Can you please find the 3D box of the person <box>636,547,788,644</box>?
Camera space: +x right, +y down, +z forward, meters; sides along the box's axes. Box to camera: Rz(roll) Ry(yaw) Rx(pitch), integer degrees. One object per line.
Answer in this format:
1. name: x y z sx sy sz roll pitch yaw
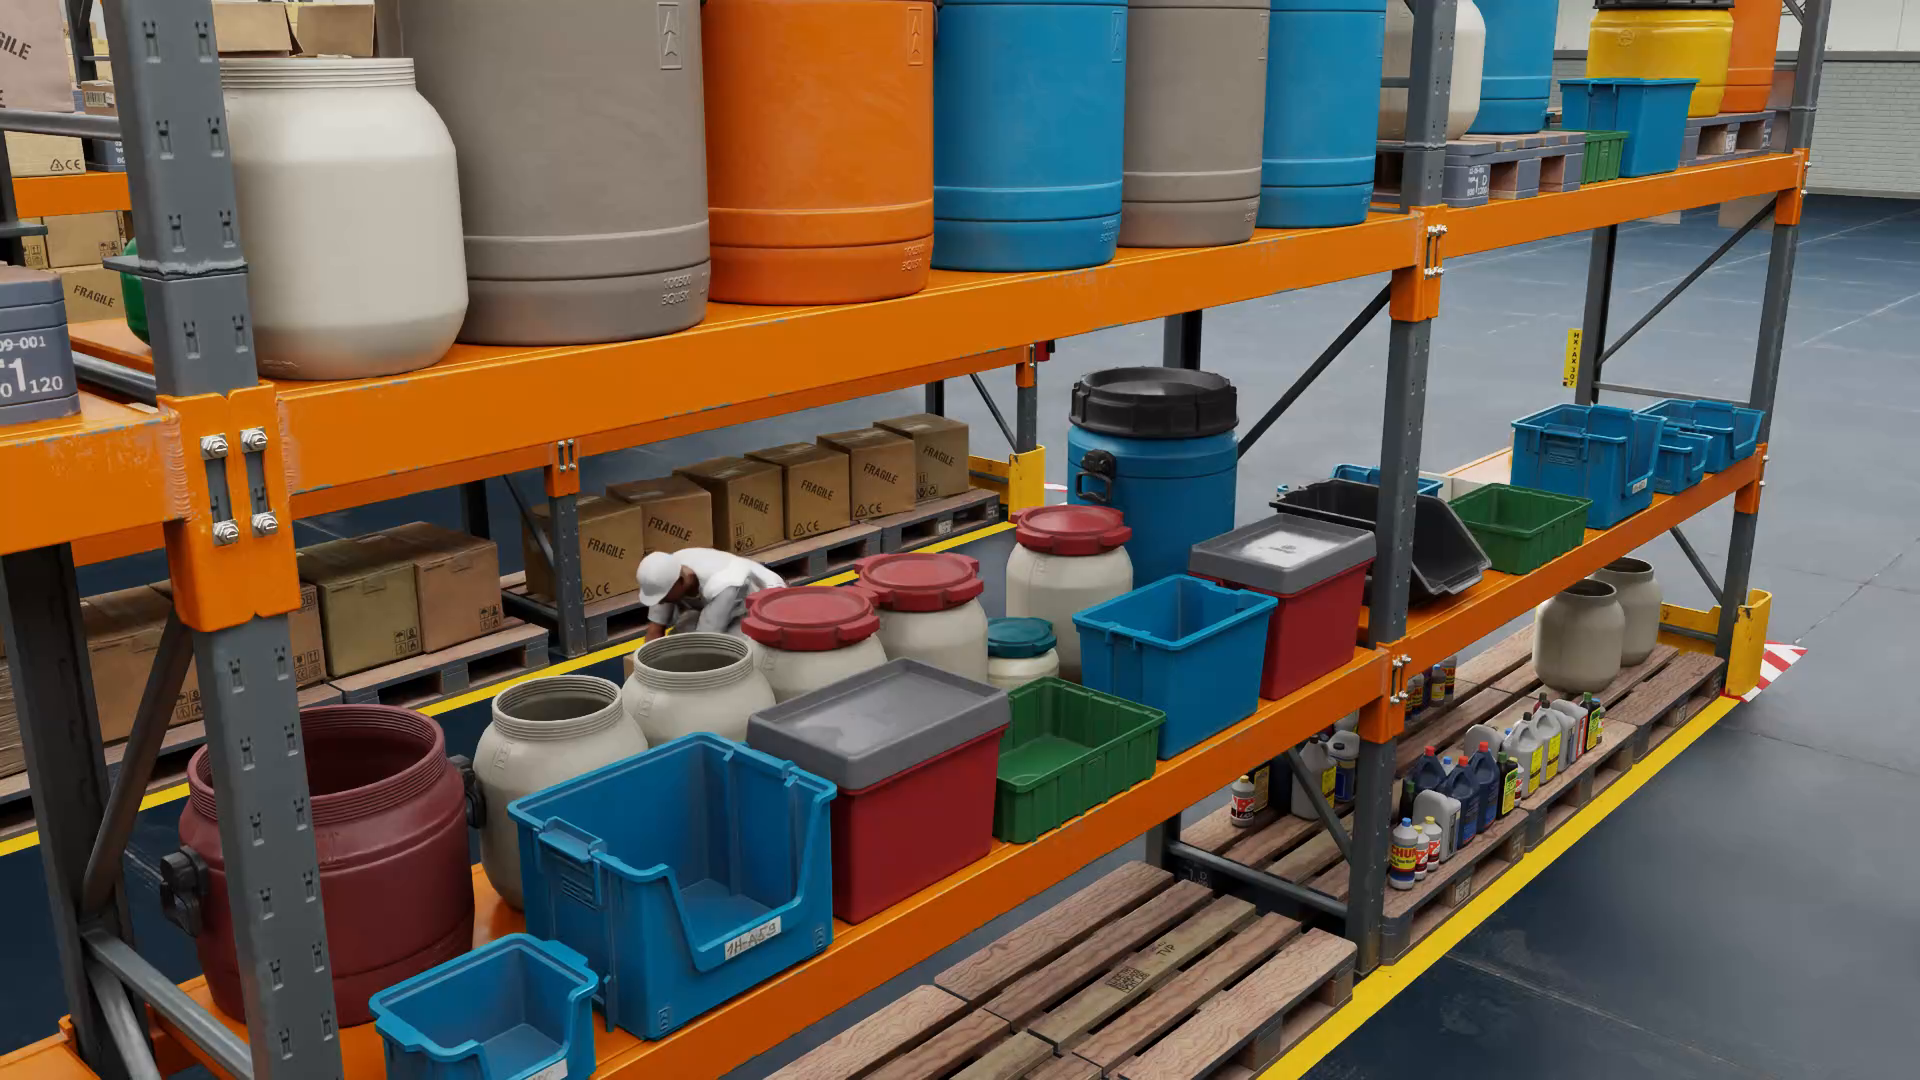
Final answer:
1. person: -1.232 0.457 8.352 0.547 1.004 0.920 14 21 38
